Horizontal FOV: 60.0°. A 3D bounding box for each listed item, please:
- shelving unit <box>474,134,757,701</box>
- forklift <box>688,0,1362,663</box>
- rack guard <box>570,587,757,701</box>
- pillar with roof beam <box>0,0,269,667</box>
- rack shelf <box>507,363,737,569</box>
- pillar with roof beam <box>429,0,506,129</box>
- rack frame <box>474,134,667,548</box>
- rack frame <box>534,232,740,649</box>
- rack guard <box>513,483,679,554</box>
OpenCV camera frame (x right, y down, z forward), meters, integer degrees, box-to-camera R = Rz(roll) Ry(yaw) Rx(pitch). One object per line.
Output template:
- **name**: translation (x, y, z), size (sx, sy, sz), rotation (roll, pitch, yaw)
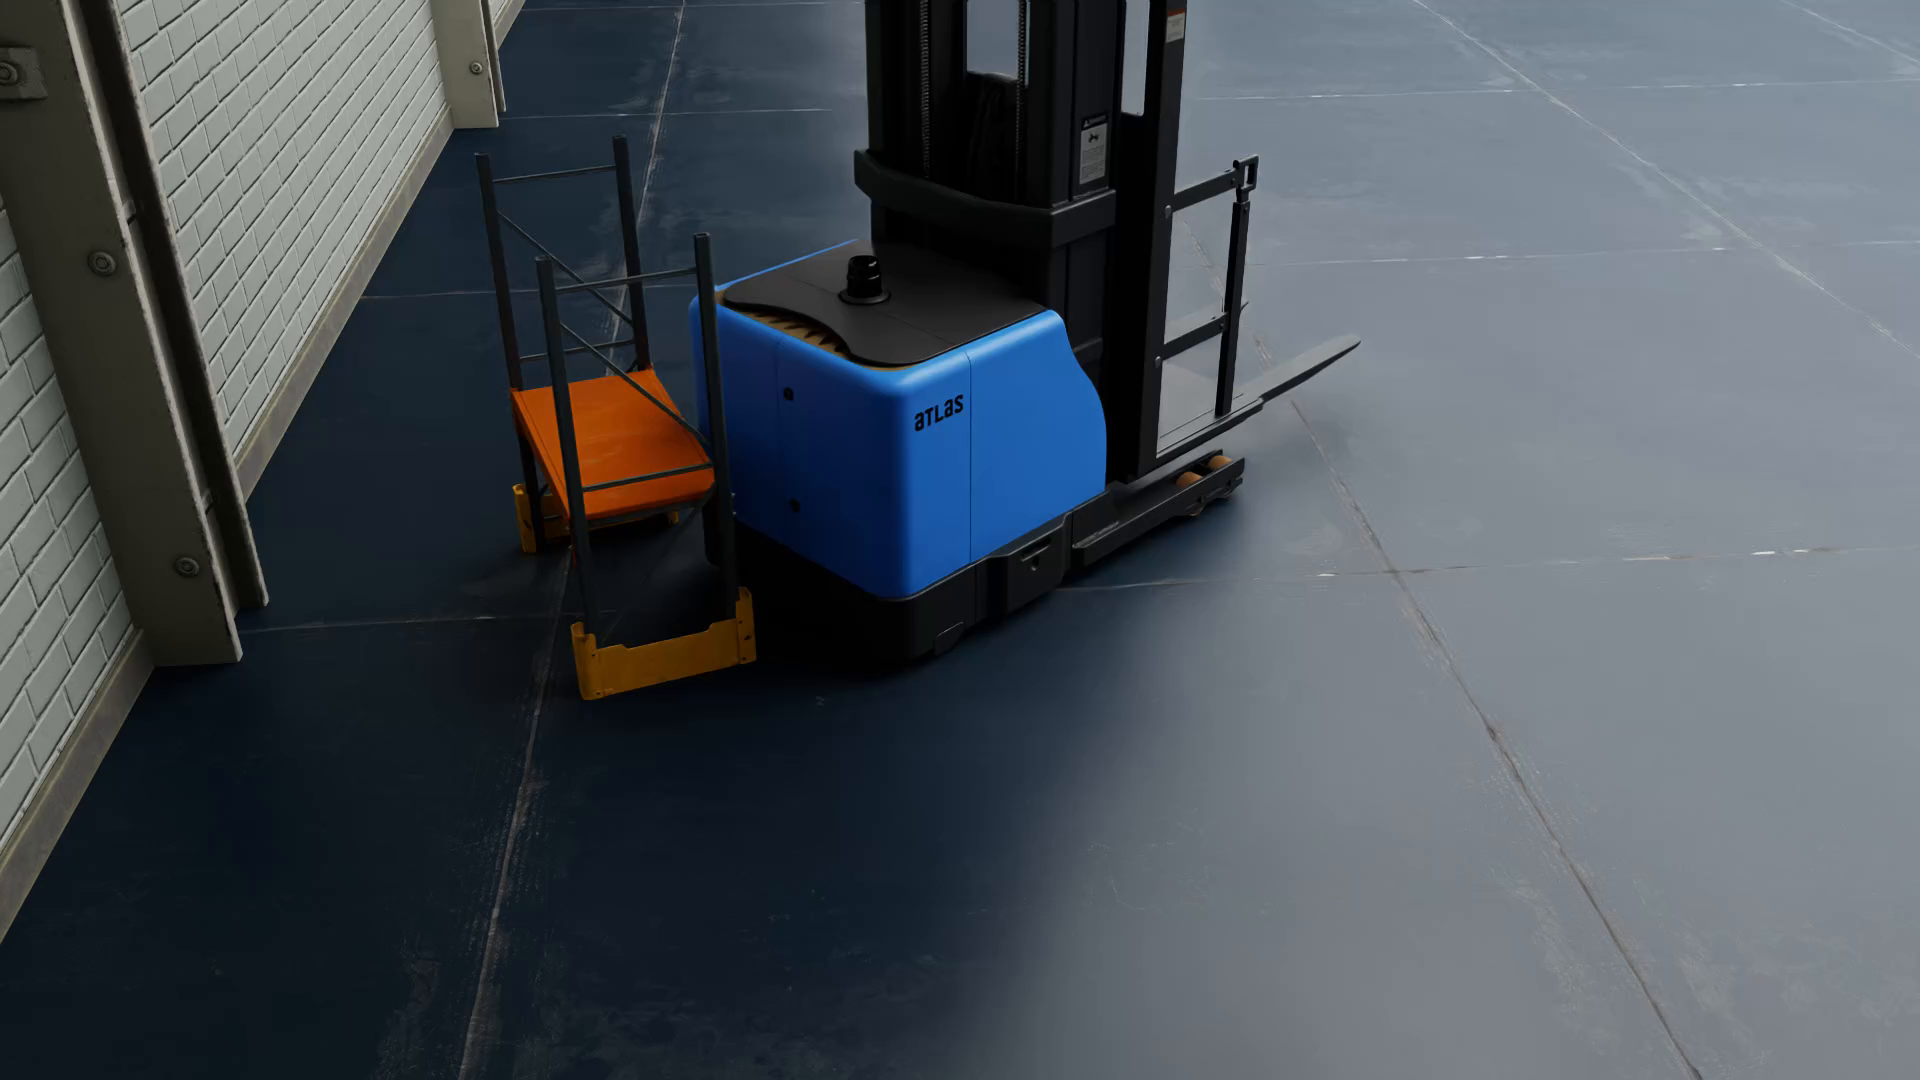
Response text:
- **shelving unit**: translation (-1.160, -0.434, 5.515), size (0.587, 1.500, 1.083), rotation (-12, 33, -20)
- **forklift**: translation (0.468, -1.515, 5.929), size (1.130, 2.935, 3.031), rotation (27, 40, 37)
- **rack guard**: translation (-0.963, 0.337, 5.442), size (0.587, 0.250, 0.087), rotation (-12, 33, -20)
- **pillar with roof beam**: translation (1.699, -3.754, 3.760), size (9.100, 9.000, 0.400), rotation (-3, 31, -5)
- **rack shelf**: translation (-1.156, -0.276, 5.600), size (0.538, 0.185, 1.000), rotation (-12, 33, -20)
- **pillar with roof beam**: translation (1.139, -6.818, 8.889), size (9.100, 9.000, 0.400), rotation (-3, 31, -5)
- **rack frame**: translation (-1.357, -0.669, 5.908), size (0.500, 1.500, 0.032), rotation (-12, 33, -20)
- **rack frame**: translation (-0.955, -0.191, 5.107), size (0.500, 1.500, 0.032), rotation (-12, 33, -20)
- **rack guard**: translation (-1.357, -0.132, 6.228), size (0.587, 0.250, 0.087), rotation (-12, 33, -20)
